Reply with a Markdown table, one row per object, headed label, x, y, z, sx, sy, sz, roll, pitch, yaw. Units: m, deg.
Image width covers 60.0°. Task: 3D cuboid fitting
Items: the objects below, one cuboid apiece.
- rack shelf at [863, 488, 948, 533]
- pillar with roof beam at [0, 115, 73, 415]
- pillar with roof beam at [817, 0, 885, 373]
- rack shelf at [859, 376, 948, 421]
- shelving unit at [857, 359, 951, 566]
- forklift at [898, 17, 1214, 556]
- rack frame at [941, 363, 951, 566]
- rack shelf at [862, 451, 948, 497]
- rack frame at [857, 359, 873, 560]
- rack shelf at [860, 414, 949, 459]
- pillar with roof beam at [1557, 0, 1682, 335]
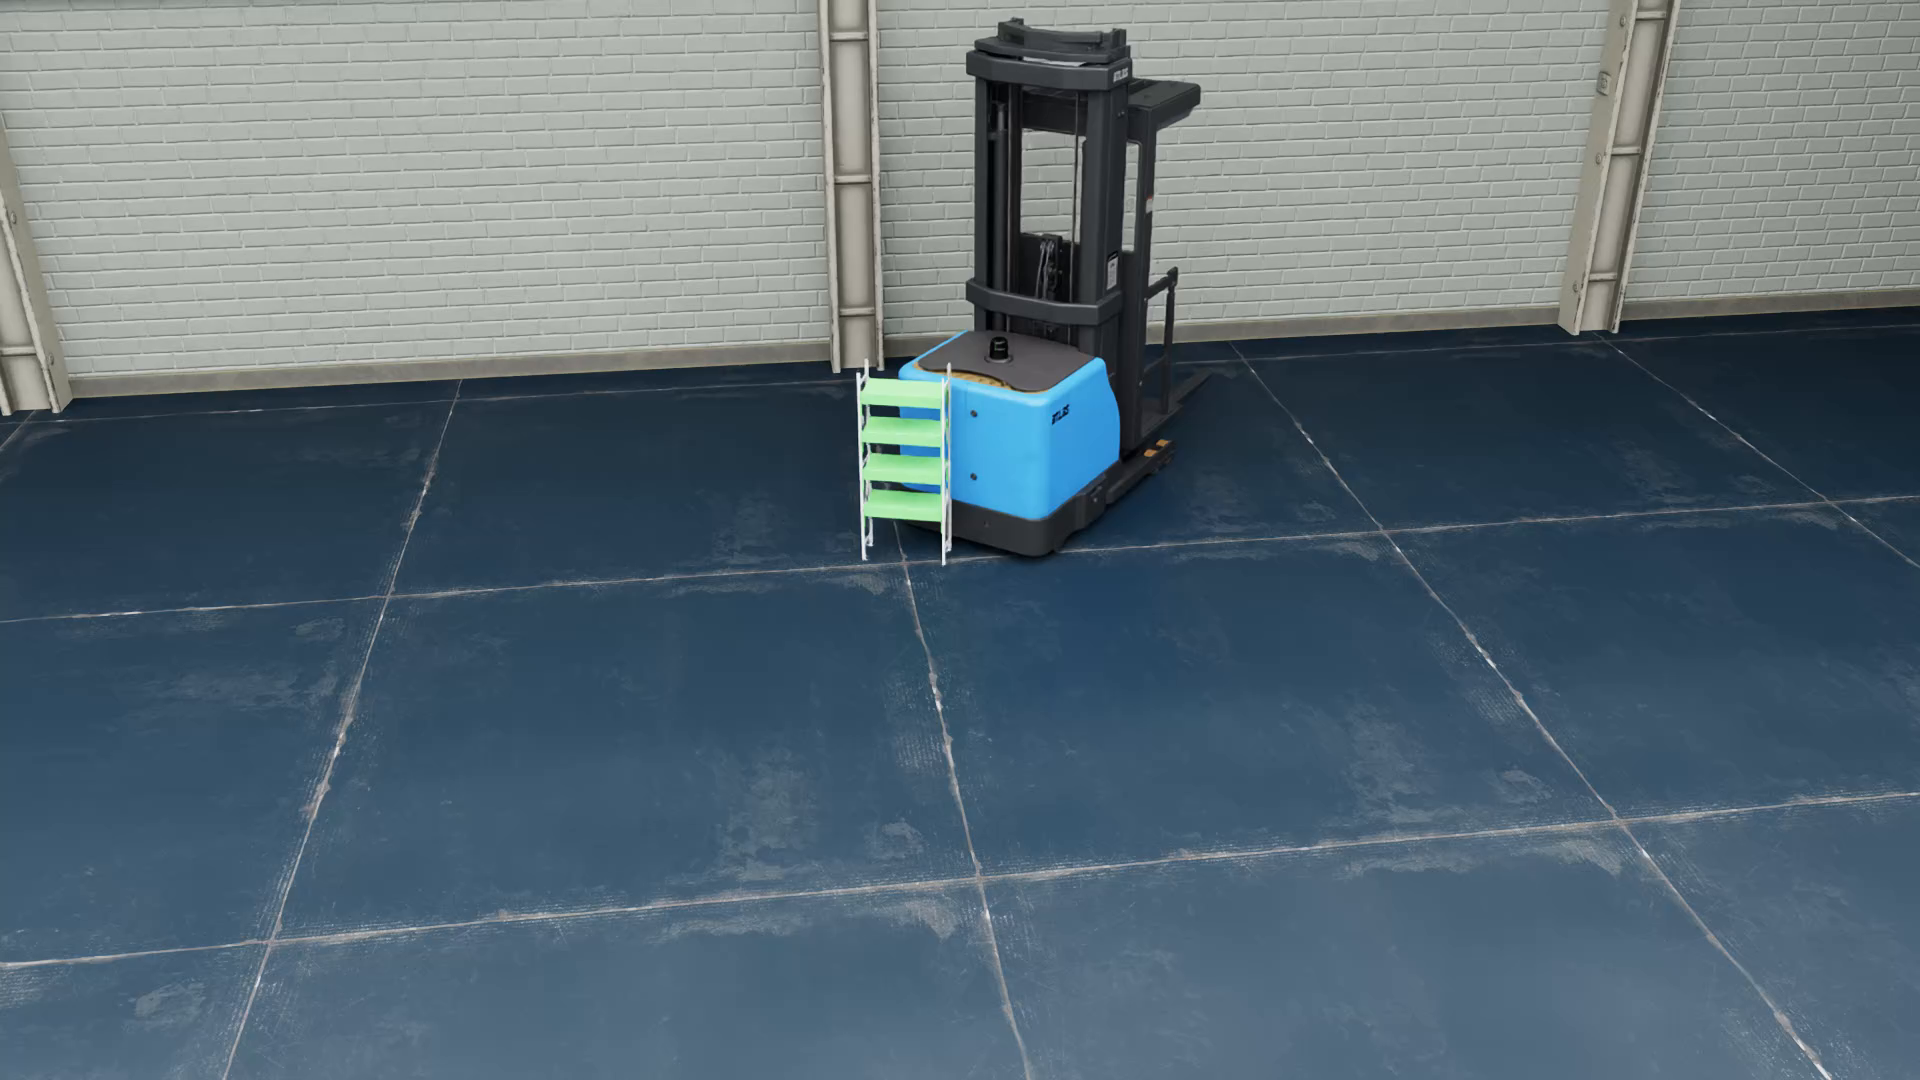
| label | x | y | z | sx | sy | sz | roll | pitch | yaw |
| --- | --- | --- | --- | --- | --- | --- | --- | --- | --- |
| rack shelf | -0.320 | -0.179 | 9.950 | 0.480 | 0.148 | 0.258 | 4 | 27 | 8 |
| pillar with roof beam | -6.138 | -3.039 | 6.315 | 0.400 | 9.000 | 9.100 | -4 | 27 | -7 |
| pillar with roof beam | -0.197 | -3.420 | 7.059 | 0.400 | 9.000 | 9.100 | -4 | 27 | -7 |
| rack shelf | -0.320 | -0.819 | 9.621 | 0.480 | 0.148 | 0.258 | 4 | 27 | 8 |
| shelving unit | -0.320 | -0.449 | 9.811 | 0.503 | 1.200 | 0.258 | 4 | 27 | 8 |
| forklift | 0.803 | -1.841 | 10.627 | 1.130 | 2.935 | 3.031 | 15 | 31 | 27 |
| rack frame | -0.079 | -0.432 | 9.777 | 0.015 | 1.200 | 0.240 | 4 | 27 | 8 |
| rack shelf | -0.320 | -0.392 | 9.840 | 0.480 | 0.148 | 0.258 | 4 | 27 | 8 |
| rack frame | -0.562 | -0.466 | 9.844 | 0.015 | 1.200 | 0.240 | 4 | 27 | 8 |
| rack shelf | -0.320 | -0.606 | 9.731 | 0.480 | 0.148 | 0.258 | 4 | 27 | 8 |
| pillar with roof beam | 5.745 | -3.802 | 7.802 | 0.400 | 9.000 | 9.100 | -4 | 27 | -7 |
